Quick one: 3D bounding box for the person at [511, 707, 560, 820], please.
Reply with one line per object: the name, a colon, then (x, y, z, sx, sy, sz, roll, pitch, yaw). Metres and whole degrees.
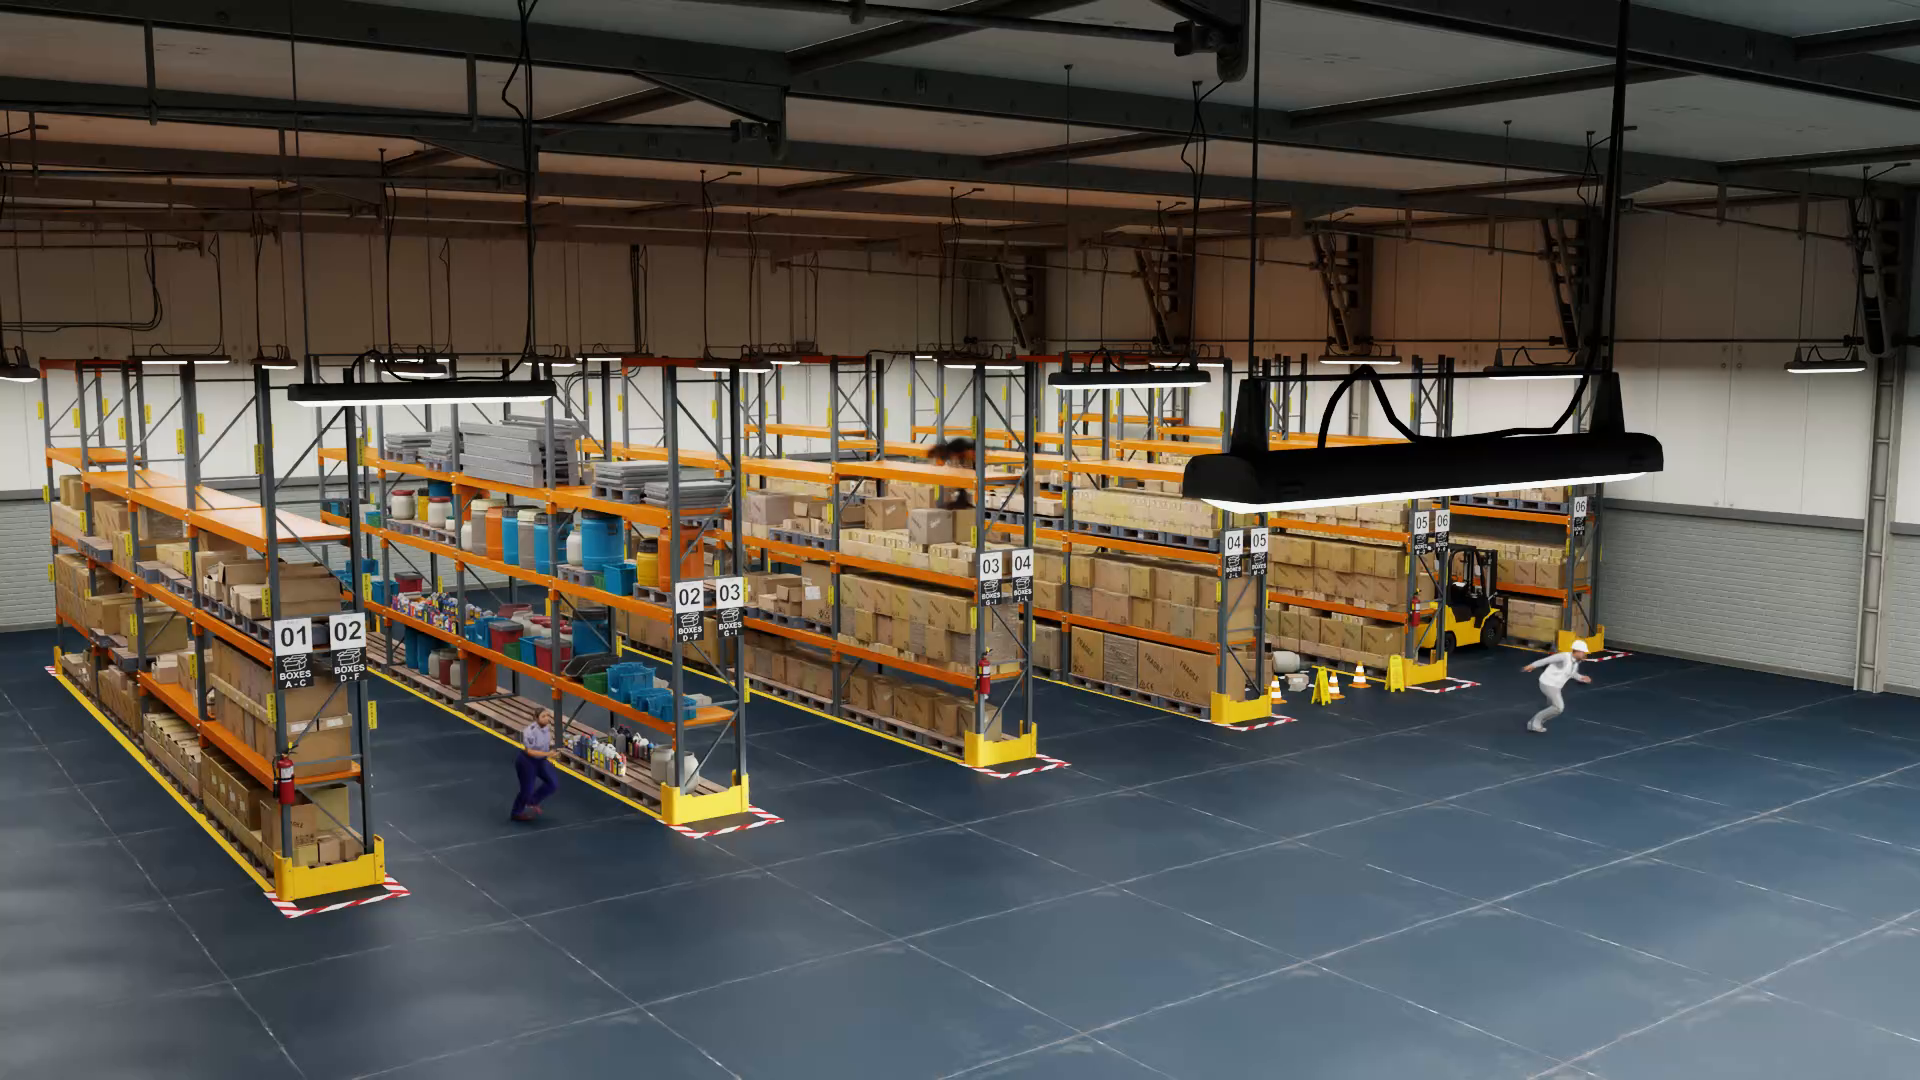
person: (-5.572, 2.940, 21.909, 0.817, 1.540, 0.608, 3, 7, 23)

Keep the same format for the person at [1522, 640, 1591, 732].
person: (9.630, 2.352, 26.752, 0.987, 1.537, 0.661, 6, 9, 41)

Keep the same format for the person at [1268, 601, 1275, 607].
person: (6.901, 1.246, 35.899, 0.531, 1.567, 0.898, -6, 9, -40)

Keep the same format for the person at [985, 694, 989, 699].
person: (0.400, 1.951, 29.439, 0.699, 1.724, 0.668, -7, 10, -44)
